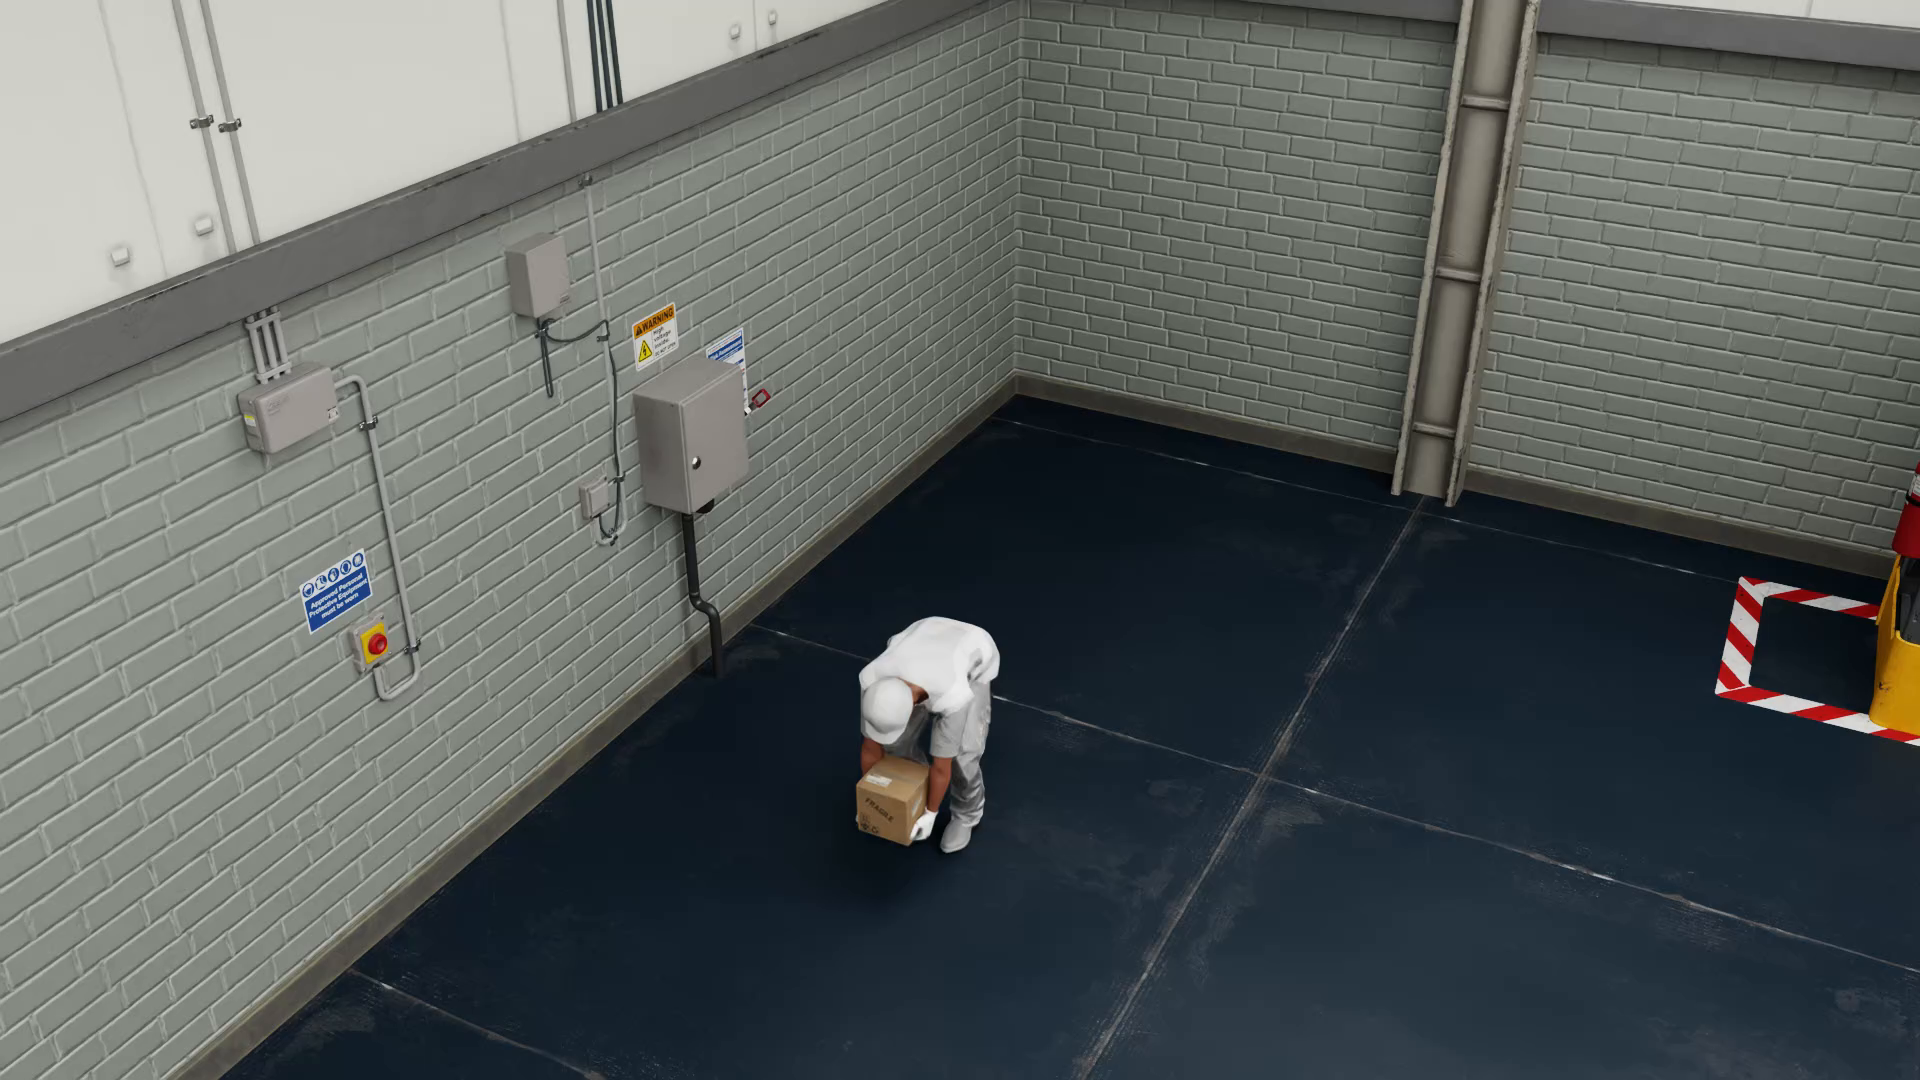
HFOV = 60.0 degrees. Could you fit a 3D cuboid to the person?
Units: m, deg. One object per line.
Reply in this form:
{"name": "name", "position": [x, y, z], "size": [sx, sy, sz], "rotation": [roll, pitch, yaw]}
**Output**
{"name": "person", "position": [-0.150, 0.906, 7.328], "size": [0.528, 1.147, 0.970], "rotation": [13, 32, 21]}
